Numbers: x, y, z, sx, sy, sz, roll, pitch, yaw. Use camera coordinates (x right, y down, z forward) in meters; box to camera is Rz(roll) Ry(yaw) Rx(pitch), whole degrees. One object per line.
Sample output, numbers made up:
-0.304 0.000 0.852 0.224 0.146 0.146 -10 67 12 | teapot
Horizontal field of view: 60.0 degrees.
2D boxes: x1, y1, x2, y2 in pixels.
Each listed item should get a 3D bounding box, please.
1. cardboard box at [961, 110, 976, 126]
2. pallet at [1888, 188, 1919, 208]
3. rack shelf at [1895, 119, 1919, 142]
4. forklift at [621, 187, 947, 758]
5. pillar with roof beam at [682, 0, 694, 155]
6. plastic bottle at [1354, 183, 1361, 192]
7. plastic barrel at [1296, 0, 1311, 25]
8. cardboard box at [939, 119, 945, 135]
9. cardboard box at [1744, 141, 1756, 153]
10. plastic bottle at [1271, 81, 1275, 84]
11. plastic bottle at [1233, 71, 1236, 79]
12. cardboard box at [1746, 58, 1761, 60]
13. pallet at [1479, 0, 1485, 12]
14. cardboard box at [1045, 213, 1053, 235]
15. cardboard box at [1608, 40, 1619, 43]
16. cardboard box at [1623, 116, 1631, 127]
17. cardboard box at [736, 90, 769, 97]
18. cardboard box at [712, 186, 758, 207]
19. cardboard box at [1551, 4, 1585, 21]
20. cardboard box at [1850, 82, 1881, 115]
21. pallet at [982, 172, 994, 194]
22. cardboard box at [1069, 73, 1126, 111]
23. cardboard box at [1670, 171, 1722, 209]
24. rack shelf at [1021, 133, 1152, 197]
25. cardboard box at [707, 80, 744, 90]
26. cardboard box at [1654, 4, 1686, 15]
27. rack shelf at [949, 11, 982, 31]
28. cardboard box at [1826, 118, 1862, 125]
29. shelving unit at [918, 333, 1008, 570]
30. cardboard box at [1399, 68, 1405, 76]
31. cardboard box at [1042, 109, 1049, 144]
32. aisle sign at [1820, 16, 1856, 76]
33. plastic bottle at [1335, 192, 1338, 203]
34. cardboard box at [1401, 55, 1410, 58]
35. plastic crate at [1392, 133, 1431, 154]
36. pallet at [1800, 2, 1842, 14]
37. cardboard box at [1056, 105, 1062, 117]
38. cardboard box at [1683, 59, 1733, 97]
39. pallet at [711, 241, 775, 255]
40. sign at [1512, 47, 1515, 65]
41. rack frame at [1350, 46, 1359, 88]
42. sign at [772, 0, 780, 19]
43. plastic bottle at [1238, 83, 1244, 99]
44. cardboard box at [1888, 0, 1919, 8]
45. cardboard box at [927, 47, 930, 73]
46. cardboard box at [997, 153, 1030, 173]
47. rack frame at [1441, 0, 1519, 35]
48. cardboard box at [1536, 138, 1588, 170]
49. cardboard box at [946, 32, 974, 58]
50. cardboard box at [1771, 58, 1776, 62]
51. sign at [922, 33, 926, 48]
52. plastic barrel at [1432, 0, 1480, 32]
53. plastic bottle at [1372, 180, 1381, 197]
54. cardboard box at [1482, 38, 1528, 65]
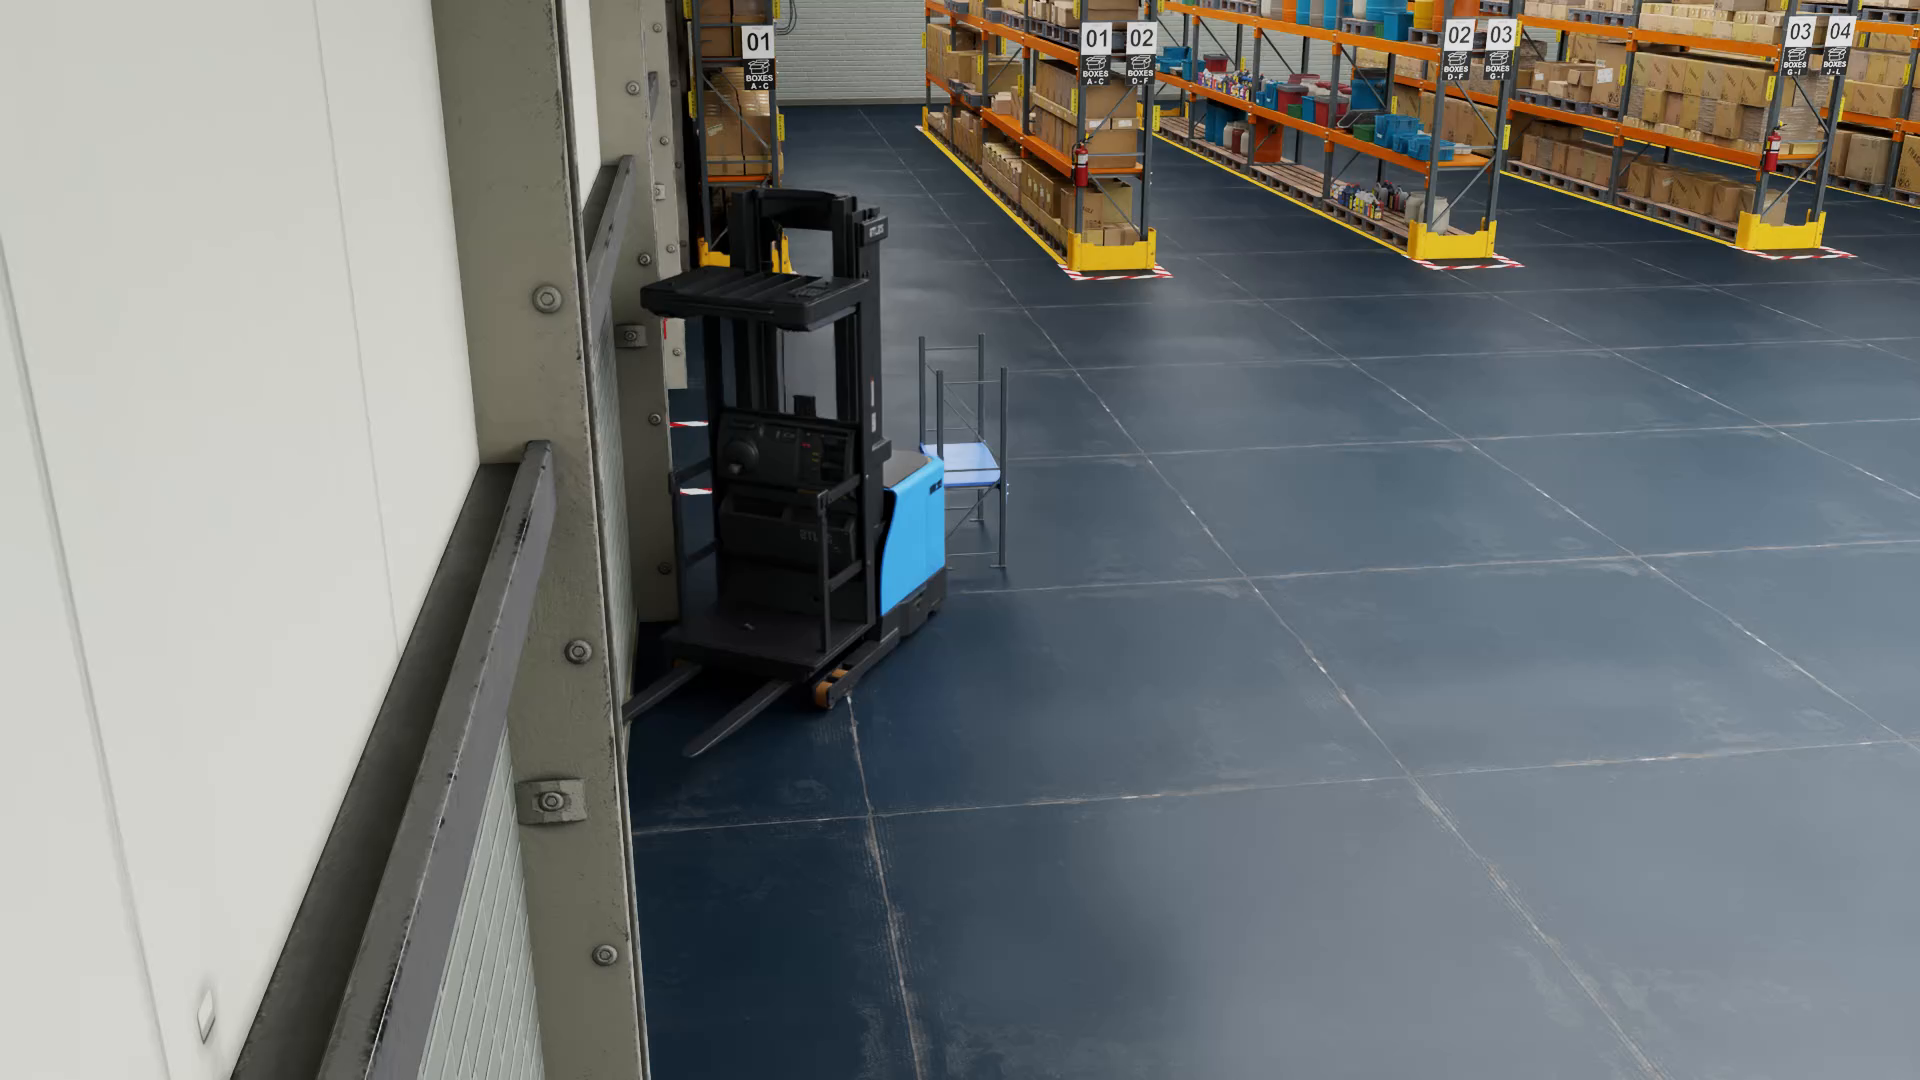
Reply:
0.294 -8.146 32.110 0.500 0.250 0.500 -3 21 -8 | cardboard box
16.233 -5.655 27.556 1.003 0.211 1.213 -3 21 -8 | pallet
16.489 -6.199 26.056 1.077 0.370 4.000 -3 21 -8 | rack shelf
-1.146 -0.526 9.936 1.130 2.935 3.031 9 22 22 | forklift
-1.277 -12.260 32.681 9.100 9.000 0.400 -3 21 -8 | pillar with roof beam
6.225 -5.436 26.141 0.144 0.351 0.185 -3 21 -8 | plastic bottle
5.900 -9.022 27.581 0.600 0.901 0.708 -3 21 -8 | plastic barrel
-0.150 -8.674 34.868 0.500 0.311 0.500 -3 21 -8 | cardboard box
11.574 -5.686 24.012 0.380 0.149 0.250 -3 21 -8 | cardboard box
5.949 -8.583 31.592 0.097 0.271 0.097 0 20 0 | plastic bottle
5.600 -9.356 33.655 0.152 0.276 0.135 -3 21 -8 | plastic bottle
15.100 -9.118 31.751 0.380 0.149 0.250 -4 21 -10 | cardboard box
10.392 -10.323 32.050 1.003 0.211 1.213 -2 21 -5 | pallet
1.524 -4.555 23.955 0.500 0.250 0.500 -3 21 -8 | cardboard box
14.554 -10.690 36.483 0.500 0.500 0.500 -3 21 -8 | cardboard box
11.011 -6.806 27.012 0.380 0.149 0.250 -3 21 -8 | cardboard box
-3.053 -6.407 24.696 0.500 0.500 0.500 -3 21 -8 | cardboard box
-3.549 -5.553 26.242 0.700 0.500 0.500 -2 21 -6 | cardboard box
10.674 -9.203 28.996 0.500 0.250 0.500 -2 21 -7 | cardboard box
15.788 -7.618 28.682 0.500 0.500 0.500 -3 21 -8 | cardboard box
0.978 -6.307 29.301 1.003 0.211 1.213 -3 21 -8 | pallet
1.908 -6.147 22.891 0.700 0.500 0.500 -3 21 -9 | cardboard box
11.553 -5.490 26.101 0.500 0.500 0.500 -5 21 -13 | cardboard box
1.763 -5.486 24.145 1.077 0.370 4.000 -3 21 -8 | rack shelf
-3.666 -7.115 26.708 0.700 0.500 0.500 0 20 0 | cardboard box
11.126 -8.319 26.059 0.380 0.149 0.250 -4 21 -10 | cardboard box
0.610 -9.661 31.037 1.077 0.370 4.000 -3 21 -8 | rack shelf
19.947 -9.503 36.933 0.875 0.438 0.875 -3 21 -9 | cardboard box
0.012 -0.673 12.375 0.538 1.500 1.048 -3 21 -8 | shelving unit
9.645 -10.022 35.621 0.380 0.149 0.250 -3 21 -7 | cardboard box
1.627 -6.227 24.957 0.700 0.500 0.500 -3 21 -8 | cardboard box
12.160 -6.840 23.028 0.394 0.787 0.004 -3 21 -8 | aisle sign
6.018 -5.456 26.408 0.097 0.201 0.097 0 20 0 | plastic bottle
9.726 -10.523 35.322 0.500 0.500 0.500 -3 21 -7 | cardboard box
6.497 -5.693 23.883 0.499 0.251 0.408 -3 21 -8 | plastic crate
15.769 -9.710 30.410 1.213 0.211 1.003 -2 21 -5 | pallet
1.582 -6.141 23.801 0.380 0.149 0.250 -3 21 -8 | cardboard box
11.319 -6.981 25.123 0.500 0.500 0.500 -3 21 -8 | cardboard box
-2.943 -3.882 22.809 1.003 0.211 1.213 -3 21 -8 | pallet
10.153 -8.912 30.635 0.100 0.325 0.005 -3 21 -8 | sign
9.548 -11.169 38.332 1.000 3.000 0.127 -3 21 -8 | rack frame
-2.313 -6.721 20.889 0.100 0.325 0.005 -3 21 -8 | sign
5.260 -8.395 31.091 0.097 0.271 0.097 0 20 0 | plastic bottle
15.941 -9.044 27.828 0.500 0.250 0.500 -3 21 -7 | cardboard box
-0.452 -10.550 36.533 0.500 0.500 0.500 -2 21 -7 | cardboard box
0.913 -6.339 27.930 0.500 0.311 0.500 -3 21 -8 | cardboard box
6.953 -8.189 21.781 1.000 3.000 0.127 -3 21 -8 | rack frame
10.910 -7.011 30.145 0.700 0.500 0.500 -5 21 -12 | cardboard box
-0.008 -9.963 33.531 0.500 0.500 0.500 -3 21 -7 | cardboard box
15.748 -9.143 31.817 0.380 0.149 0.250 -3 21 -8 | cardboard box
-0.792 -11.048 36.773 0.100 0.325 0.005 -3 21 -8 | sign
6.757 -7.344 22.591 0.600 0.830 0.708 -3 21 -8 | plastic barrel
6.612 -5.513 26.348 0.144 0.351 0.185 -3 21 -8 | plastic bottle
10.521 -9.395 32.007 0.797 0.503 0.637 -2 21 -6 | cardboard box
